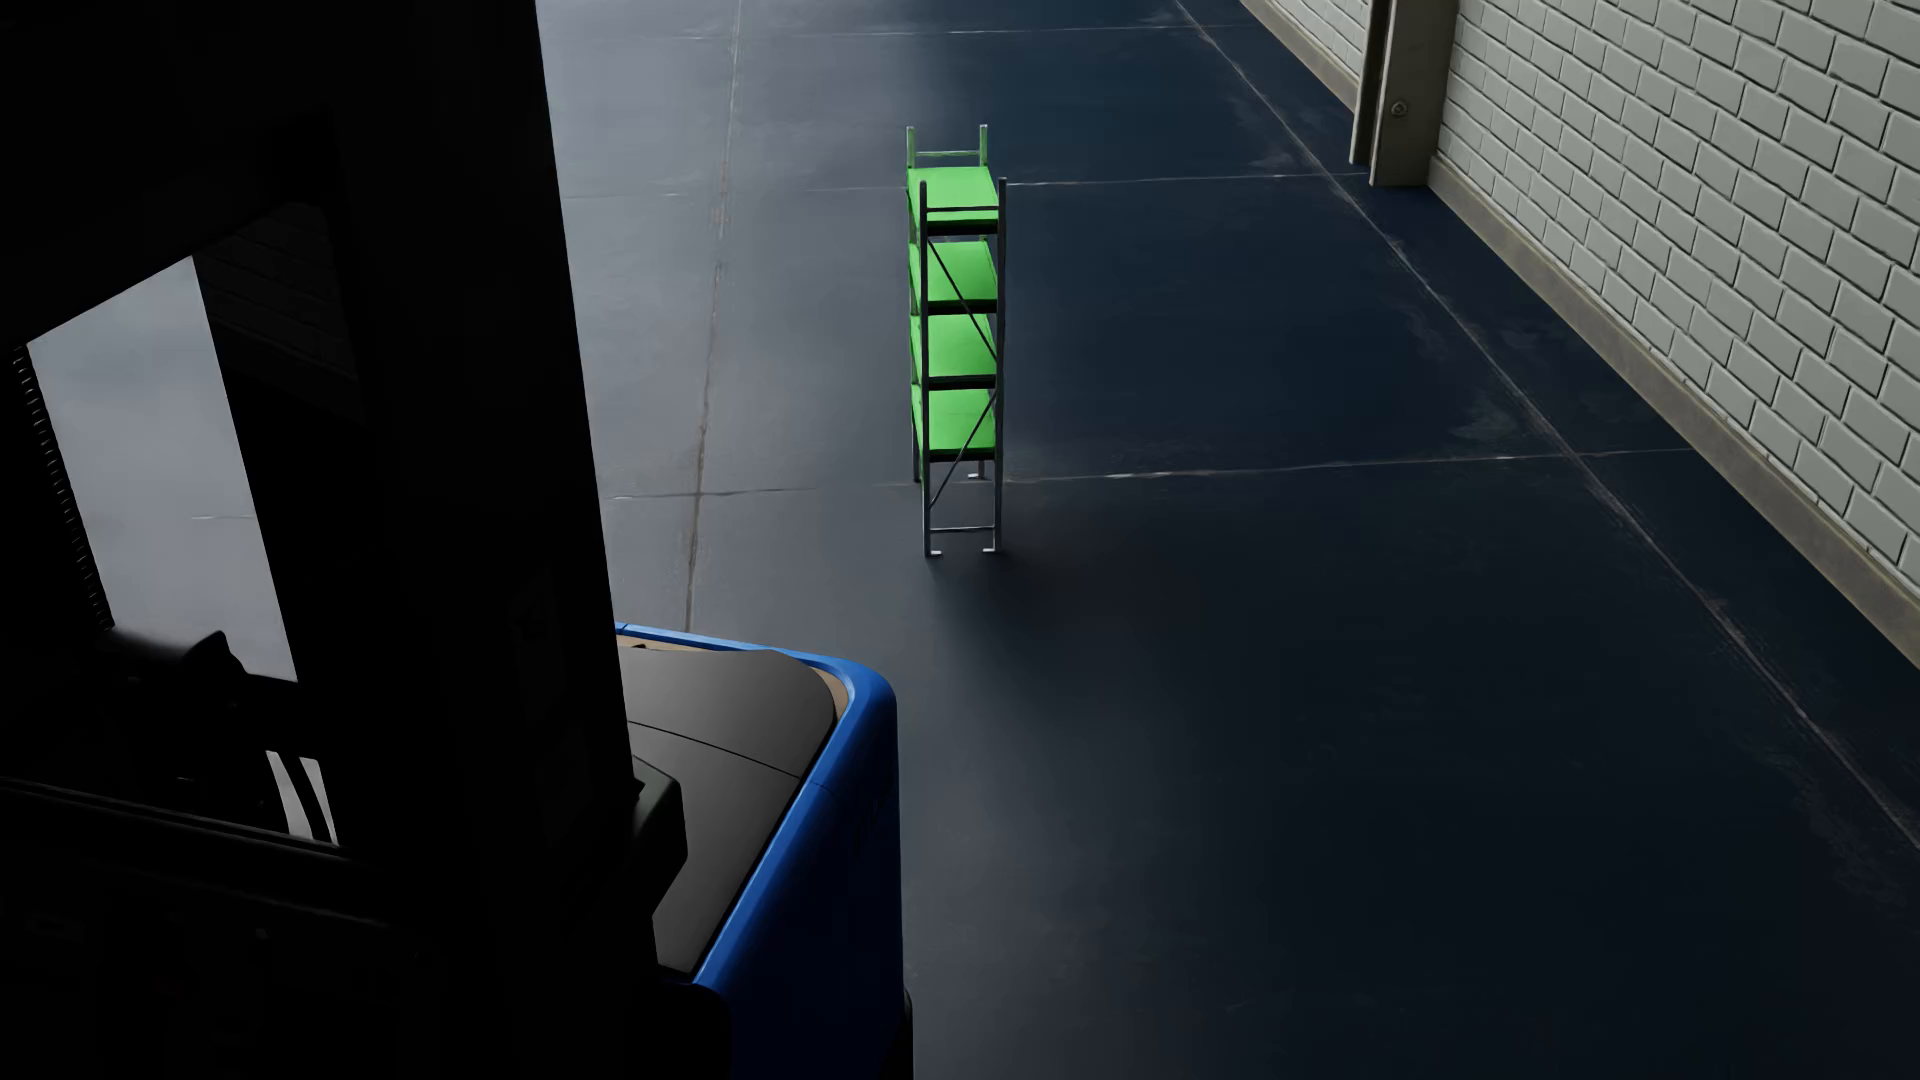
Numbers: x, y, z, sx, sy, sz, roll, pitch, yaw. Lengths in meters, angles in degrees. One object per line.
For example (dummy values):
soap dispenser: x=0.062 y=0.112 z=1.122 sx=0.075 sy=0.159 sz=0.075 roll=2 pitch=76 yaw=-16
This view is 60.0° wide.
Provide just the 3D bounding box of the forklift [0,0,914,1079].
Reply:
forklift: x=-0.981 y=0.534 z=1.497 sx=1.130 sy=2.935 sz=3.031 roll=8 pitch=32 yaw=13

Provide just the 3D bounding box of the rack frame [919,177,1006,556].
rack frame: x=0.007 y=-0.475 z=4.875 sx=0.240 sy=1.200 sz=0.015 roll=-3 pitch=31 yaw=-5

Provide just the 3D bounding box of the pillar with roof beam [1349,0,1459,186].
pillar with roof beam: x=-2.130 y=-5.499 z=5.681 sx=9.100 sy=9.000 sz=0.400 roll=-3 pitch=31 yaw=-5

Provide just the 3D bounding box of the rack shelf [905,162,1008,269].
rack shelf: x=-0.016 y=-0.957 z=4.870 sx=0.258 sy=0.148 sz=0.480 roll=-3 pitch=31 yaw=-5

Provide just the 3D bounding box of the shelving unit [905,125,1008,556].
shelving unit: x=-0.015 y=-0.600 z=5.084 sx=0.258 sy=1.200 sz=0.503 roll=-3 pitch=31 yaw=-5

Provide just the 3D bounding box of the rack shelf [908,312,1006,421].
rack shelf: x=-0.015 y=-0.545 z=5.117 sx=0.258 sy=0.148 sz=0.480 roll=-3 pitch=31 yaw=-5

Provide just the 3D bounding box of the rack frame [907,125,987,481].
rack frame: x=-0.038 y=-0.724 z=5.292 sx=0.240 sy=1.200 sz=0.015 roll=-3 pitch=31 yaw=-5

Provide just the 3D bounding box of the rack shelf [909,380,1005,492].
rack shelf: x=-0.015 y=-0.339 z=5.240 sx=0.258 sy=0.148 sz=0.480 roll=-3 pitch=31 yaw=-5

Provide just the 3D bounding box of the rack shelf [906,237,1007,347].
rack shelf: x=-0.015 y=-0.751 z=4.994 sx=0.258 sy=0.148 sz=0.480 roll=-3 pitch=31 yaw=-5
